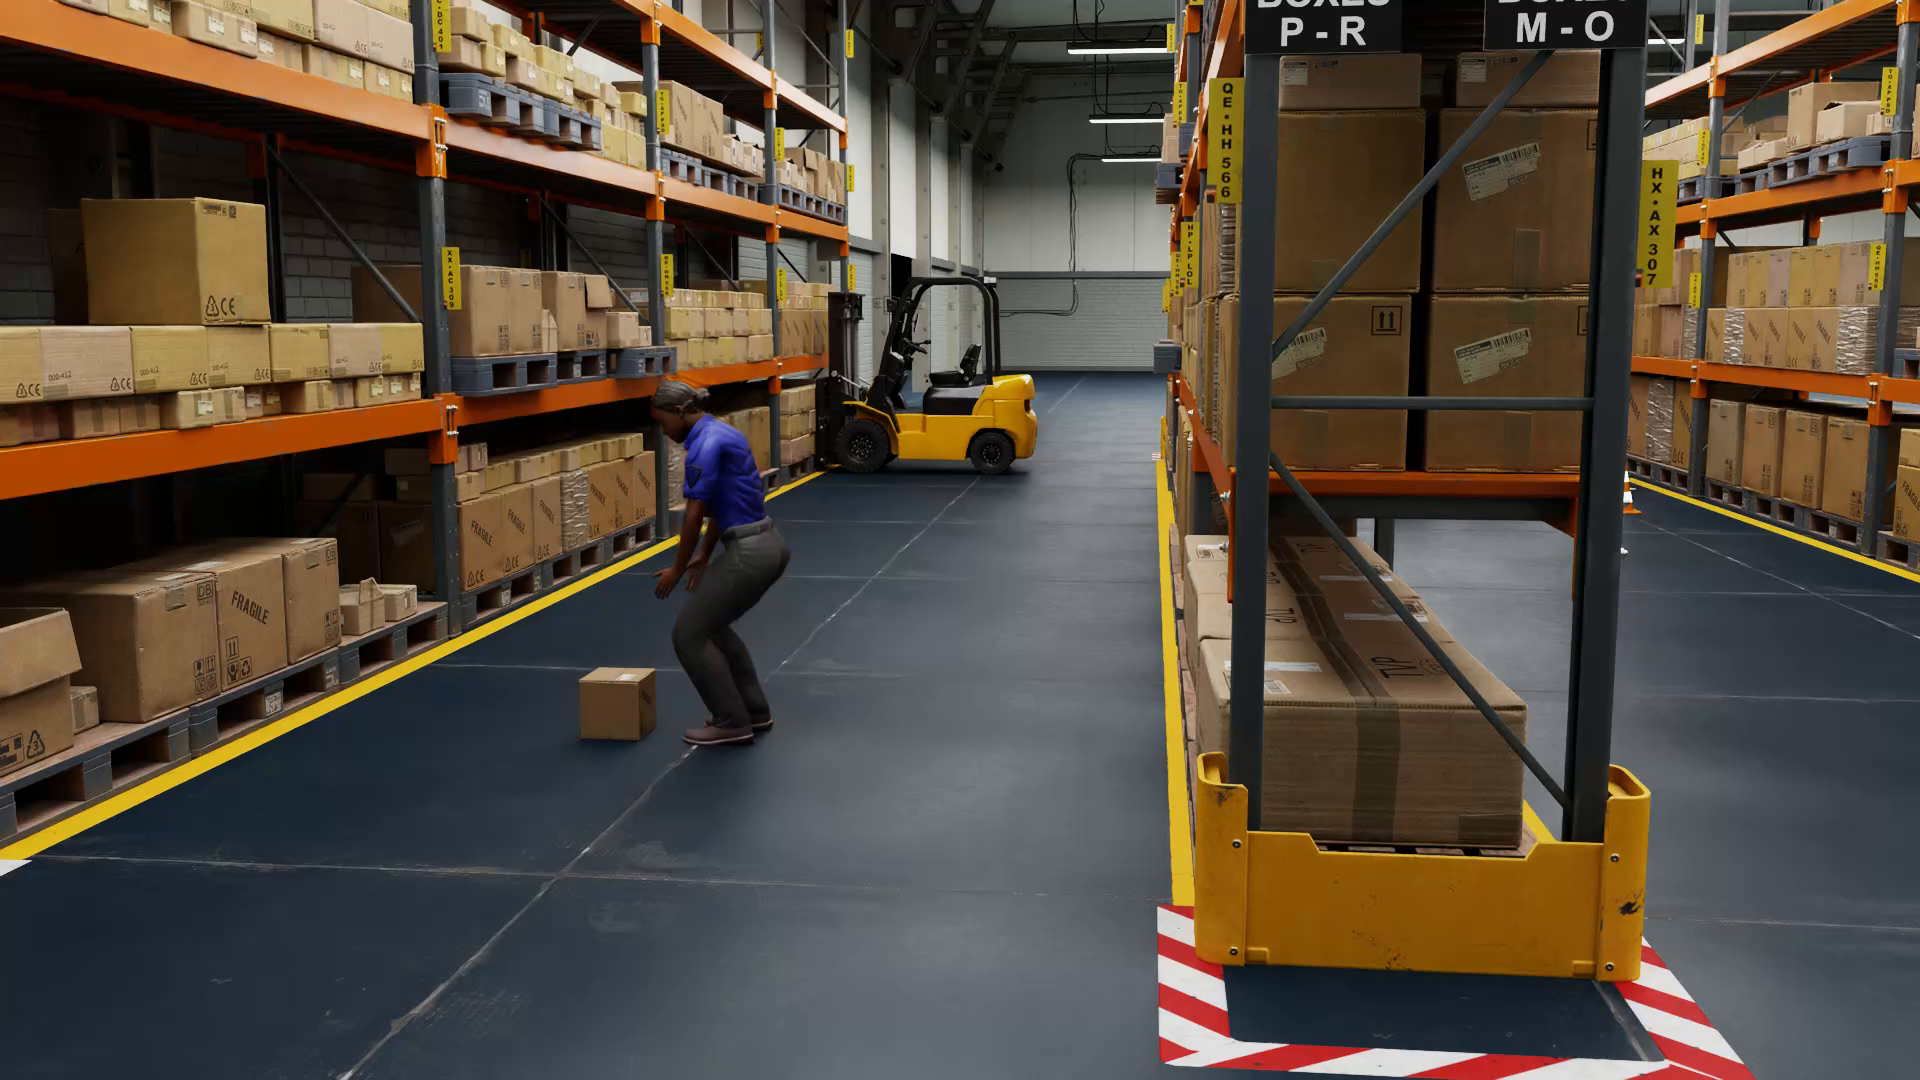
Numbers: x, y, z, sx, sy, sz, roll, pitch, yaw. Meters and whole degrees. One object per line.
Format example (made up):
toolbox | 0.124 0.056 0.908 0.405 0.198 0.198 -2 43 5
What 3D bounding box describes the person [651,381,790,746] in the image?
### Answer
person | -0.984 0.093 6.822 0.535 1.487 0.487 1 8 7
